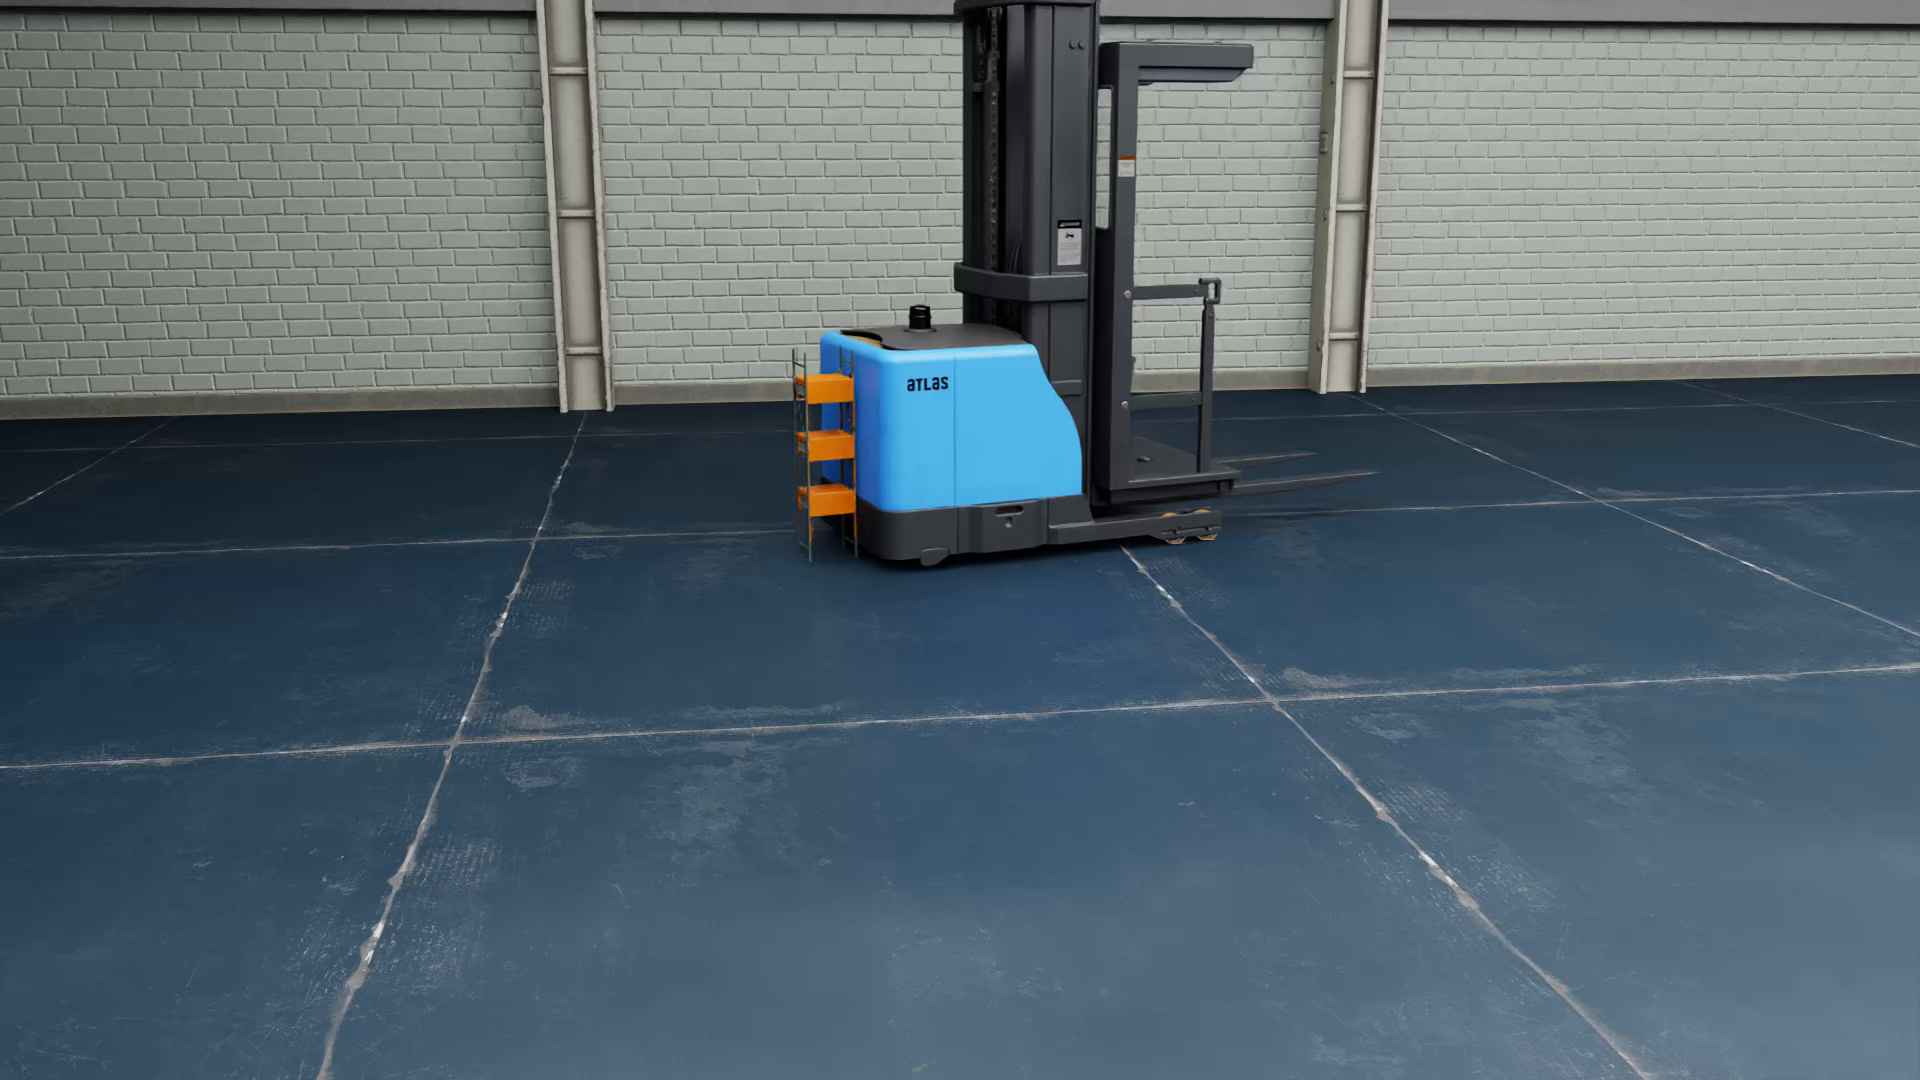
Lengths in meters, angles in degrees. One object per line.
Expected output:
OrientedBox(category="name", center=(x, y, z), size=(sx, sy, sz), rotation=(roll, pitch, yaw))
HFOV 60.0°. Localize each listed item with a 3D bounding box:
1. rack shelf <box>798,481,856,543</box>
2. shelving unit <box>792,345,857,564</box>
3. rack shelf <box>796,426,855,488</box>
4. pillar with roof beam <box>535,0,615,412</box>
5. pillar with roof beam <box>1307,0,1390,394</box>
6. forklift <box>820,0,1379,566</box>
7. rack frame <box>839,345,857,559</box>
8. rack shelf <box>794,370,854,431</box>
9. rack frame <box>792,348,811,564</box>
OrientedBox(category="rack shelf", center=(-0.671, -0.147, 8.334), size=(0.240, 0.259, 0.215), rotation=(-6, 15, -23))
OrientedBox(category="shelving unit", center=(-0.671, -0.427, 8.264), size=(0.252, 1.050, 0.215), rotation=(-6, 15, -23))
OrientedBox(category="rack shelf", center=(-0.671, -0.416, 8.267), size=(0.240, 0.259, 0.215), rotation=(-6, 15, -23))
OrientedBox(category="pillar with roof beam", center=(-2.212, -4.340, 7.527), size=(0.400, 9.000, 9.100), rotation=(-2, 14, -8))
OrientedBox(category="pillar with roof beam", center=(3.721, -4.557, 8.394), size=(0.400, 9.000, 9.100), rotation=(-2, 14, -8))
OrientedBox(category="forklift", center=(0.823, -1.508, 8.711), size=(3.031, 2.935, 1.130), rotation=(-6, 15, -23))
OrientedBox(category="rack frame", center=(-0.559, -0.438, 8.311), size=(0.008, 1.050, 0.200), rotation=(-6, 15, -23))
OrientedBox(category="rack shelf", center=(-0.671, -0.691, 8.198), size=(0.240, 0.259, 0.215), rotation=(-6, 15, -23))
OrientedBox(category="rack frame", center=(-0.783, -0.415, 8.217), size=(0.008, 1.050, 0.200), rotation=(-6, 15, -23))
